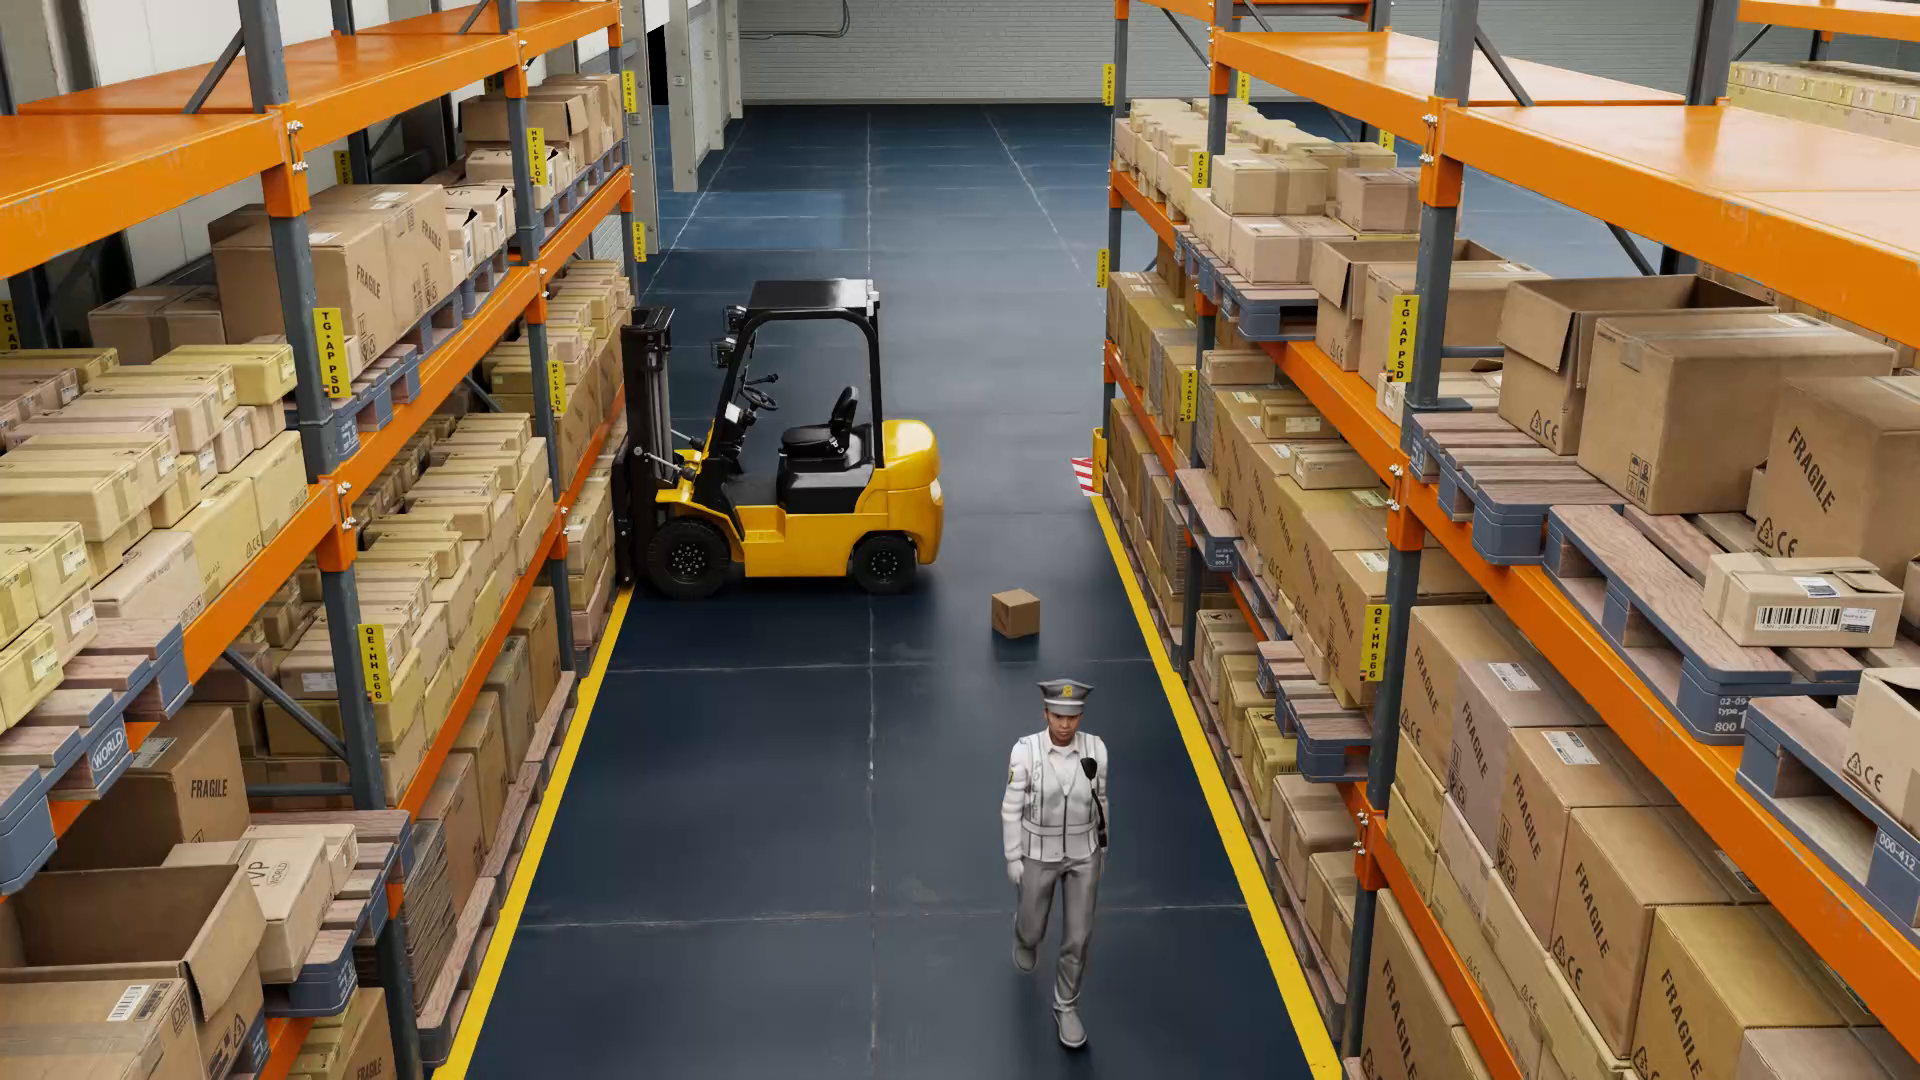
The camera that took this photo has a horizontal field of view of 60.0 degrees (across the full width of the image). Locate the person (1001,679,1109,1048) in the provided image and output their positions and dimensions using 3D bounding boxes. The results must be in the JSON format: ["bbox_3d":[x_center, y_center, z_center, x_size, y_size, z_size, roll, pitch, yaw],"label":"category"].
[{"bbox_3d":[0.420,1.358,7.367,0.485,1.669,0.679,-2,21,-5],"label":"person"}]
